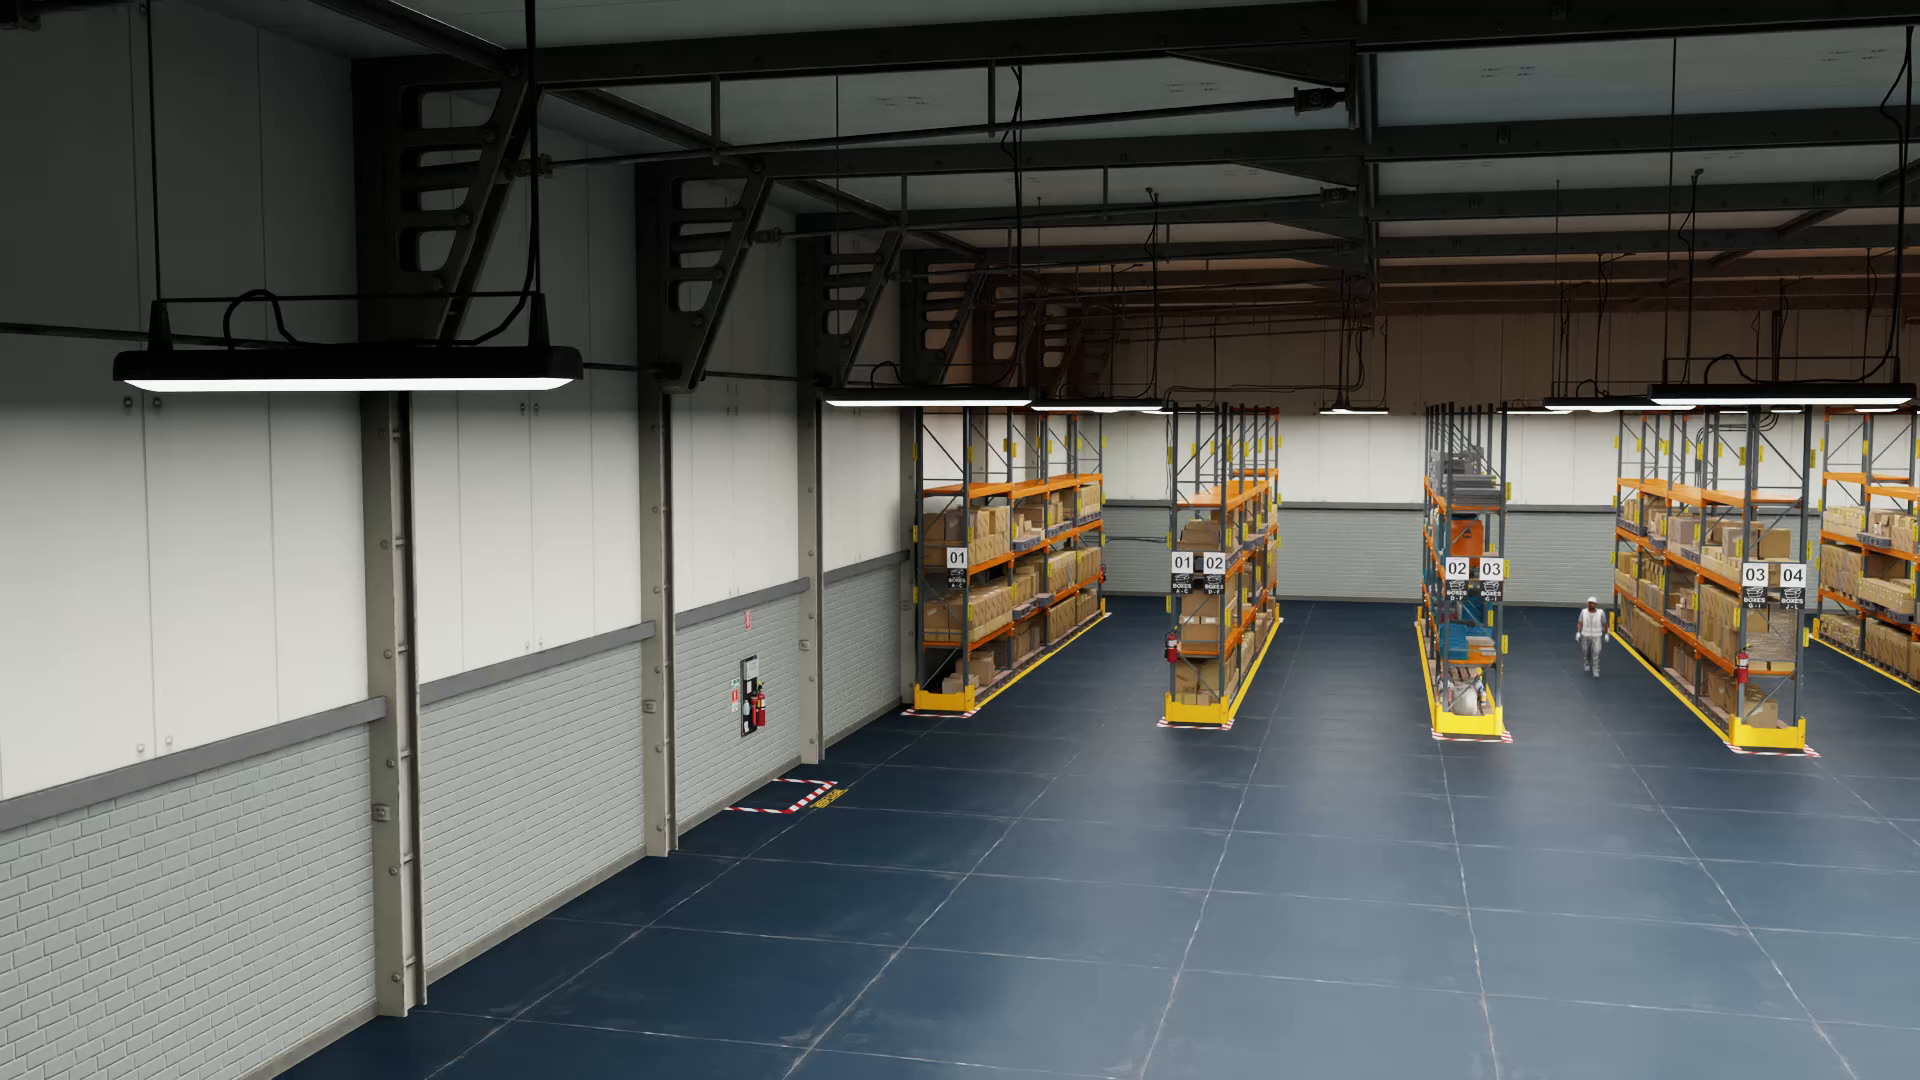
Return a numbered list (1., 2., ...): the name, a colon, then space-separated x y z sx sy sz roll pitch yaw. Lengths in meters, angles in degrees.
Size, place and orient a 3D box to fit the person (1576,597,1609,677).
1. person: 13.995 2.114 36.783 0.670 1.723 1.049 2 5 23
